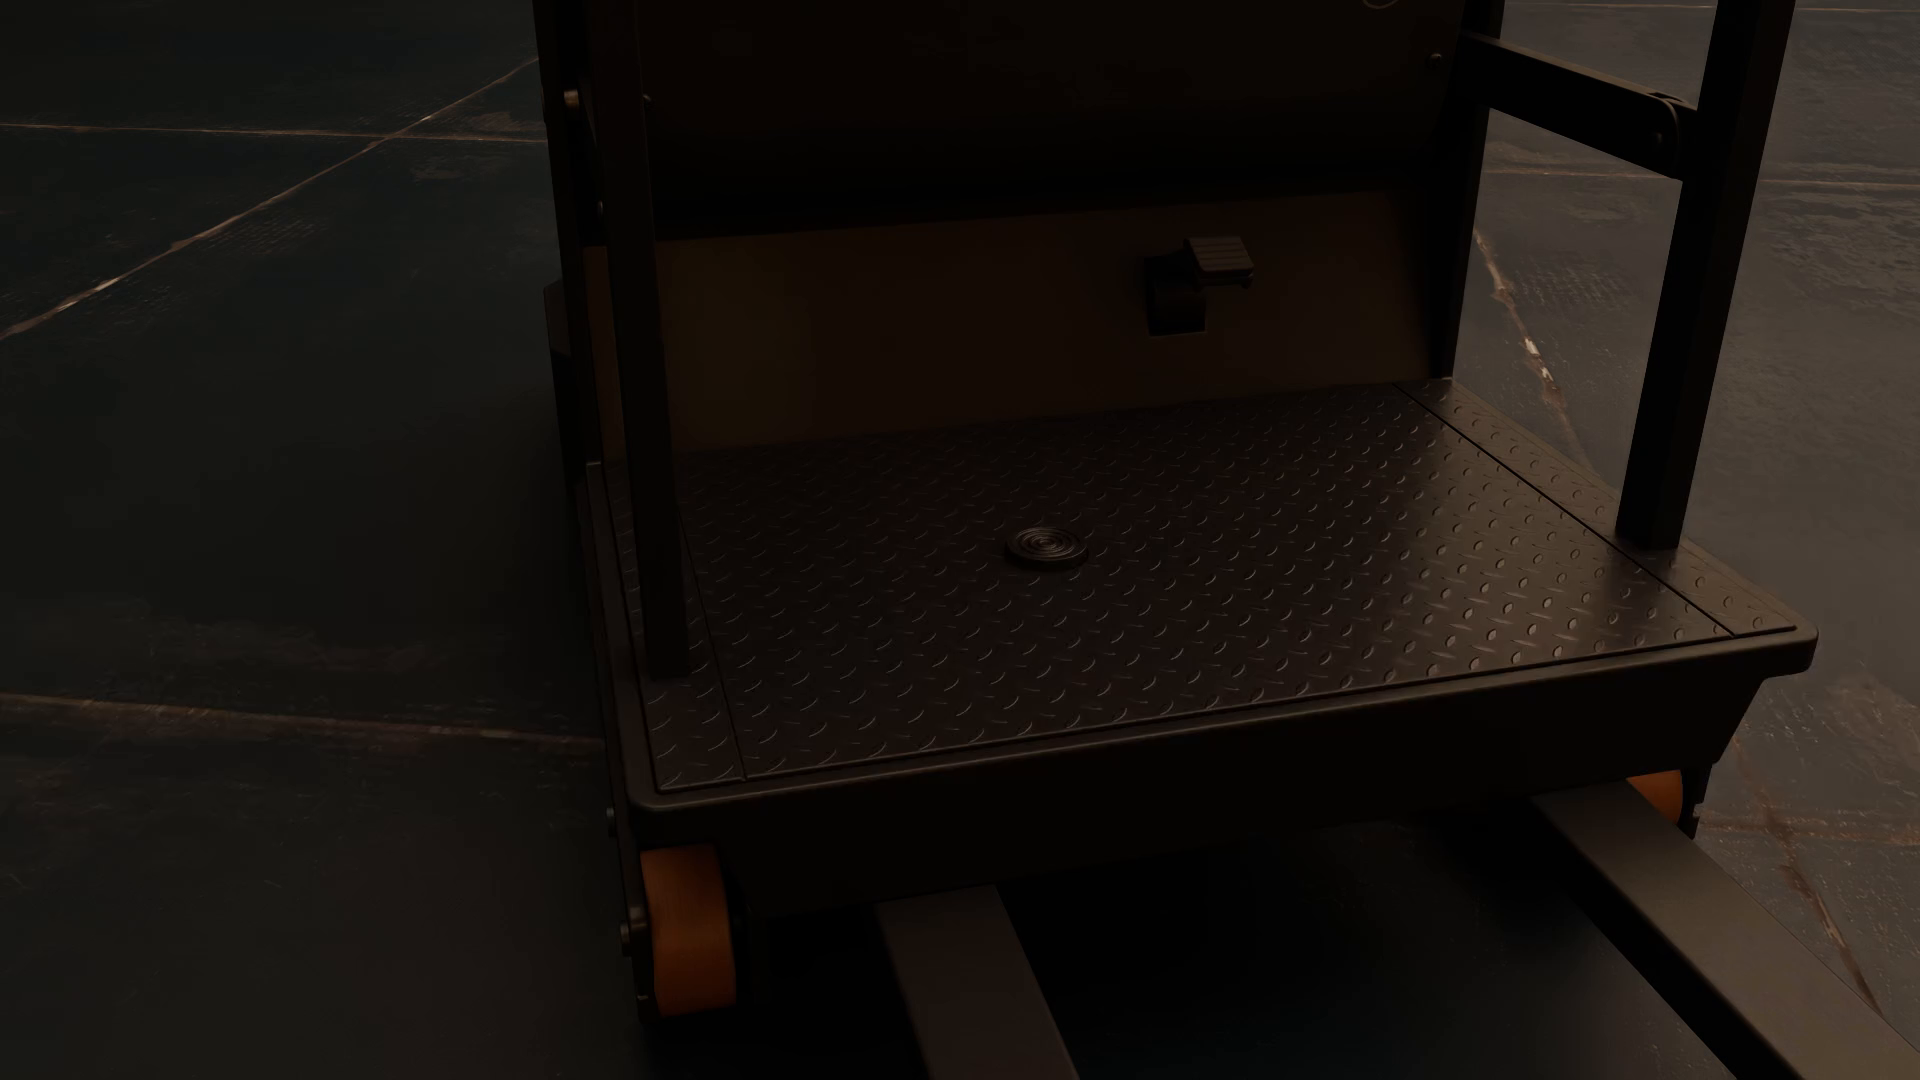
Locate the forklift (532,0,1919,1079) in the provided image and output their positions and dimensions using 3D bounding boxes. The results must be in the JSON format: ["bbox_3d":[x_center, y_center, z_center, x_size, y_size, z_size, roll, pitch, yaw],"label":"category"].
[{"bbox_3d":[0.153,-1.049,1.319,1.130,2.935,3.031,-7,27,-13],"label":"forklift"}]
